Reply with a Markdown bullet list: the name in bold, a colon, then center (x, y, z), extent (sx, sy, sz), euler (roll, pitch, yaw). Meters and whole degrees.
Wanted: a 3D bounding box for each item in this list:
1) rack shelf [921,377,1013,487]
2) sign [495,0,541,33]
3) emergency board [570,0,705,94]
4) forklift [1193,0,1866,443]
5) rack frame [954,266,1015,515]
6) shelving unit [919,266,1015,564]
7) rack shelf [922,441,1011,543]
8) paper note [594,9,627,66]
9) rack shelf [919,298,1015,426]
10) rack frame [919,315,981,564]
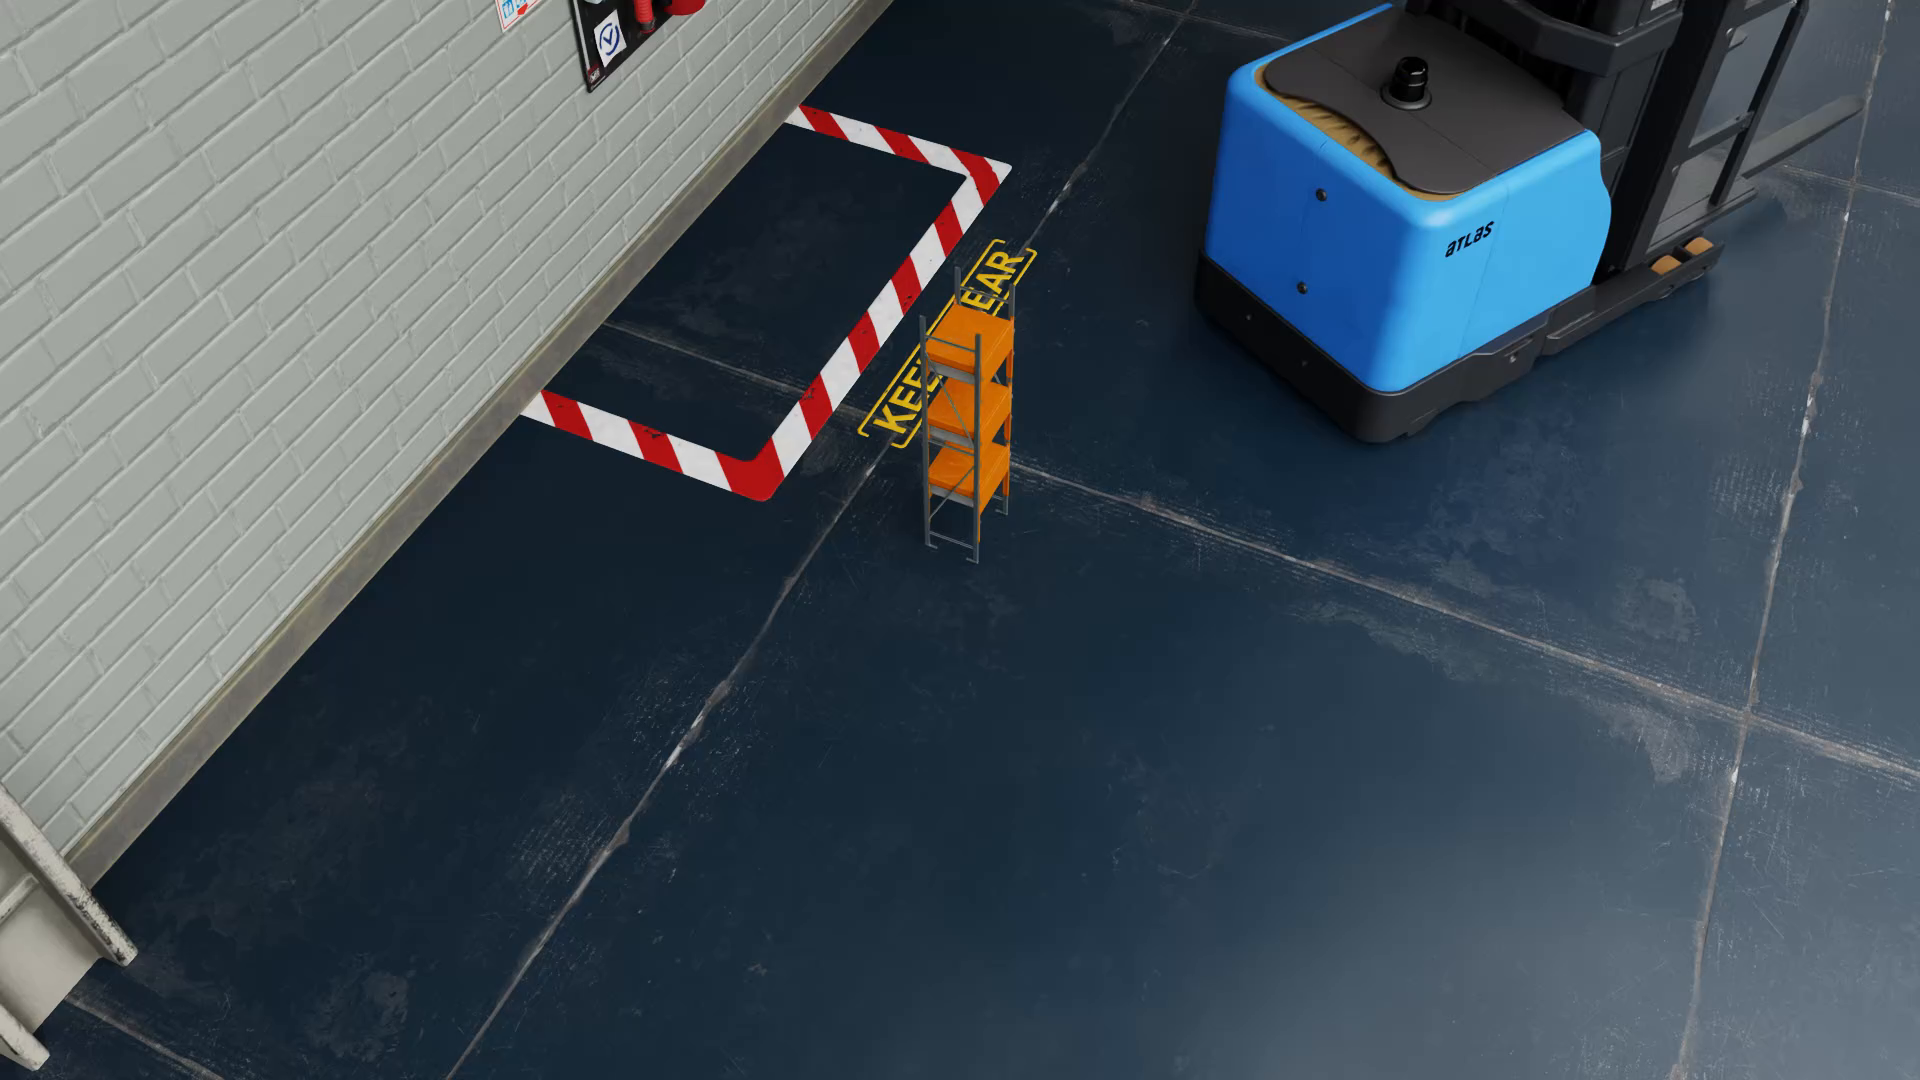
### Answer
- **rack shelf**: center (0.023, -0.370, 5.390), extent (0.215, 0.259, 0.240), euler (20, 52, 16)
- **sign**: center (-1.424, -1.819, 5.305), extent (0.001, 0.329, 0.234), euler (20, 52, 16)
- **emergency board**: center (-1.094, -2.155, 5.614), extent (0.194, 1.169, 0.643), euler (20, 52, 16)
- **forklift**: center (2.405, -2.206, 5.703), extent (3.031, 2.935, 1.130), euler (-28, 55, -22)
- **rack frame**: center (0.075, -0.461, 5.453), extent (0.200, 1.050, 0.008), euler (20, 52, 16)
- **shelving unit**: center (0.023, -0.377, 5.382), extent (0.215, 1.050, 0.252), euler (20, 52, 16)
- **rack shelf**: center (0.023, -0.190, 5.601), extent (0.215, 0.259, 0.240), euler (20, 52, 16)
- **paper note**: center (-1.232, -1.770, 5.865), extent (0.016, 0.148, 0.142), euler (20, 52, 16)
- **rack shelf**: center (0.023, -0.554, 5.173), extent (0.215, 0.259, 0.240), euler (20, 52, 16)
- **rack frame**: center (-0.029, -0.293, 5.310), extent (0.200, 1.050, 0.008), euler (20, 52, 16)
